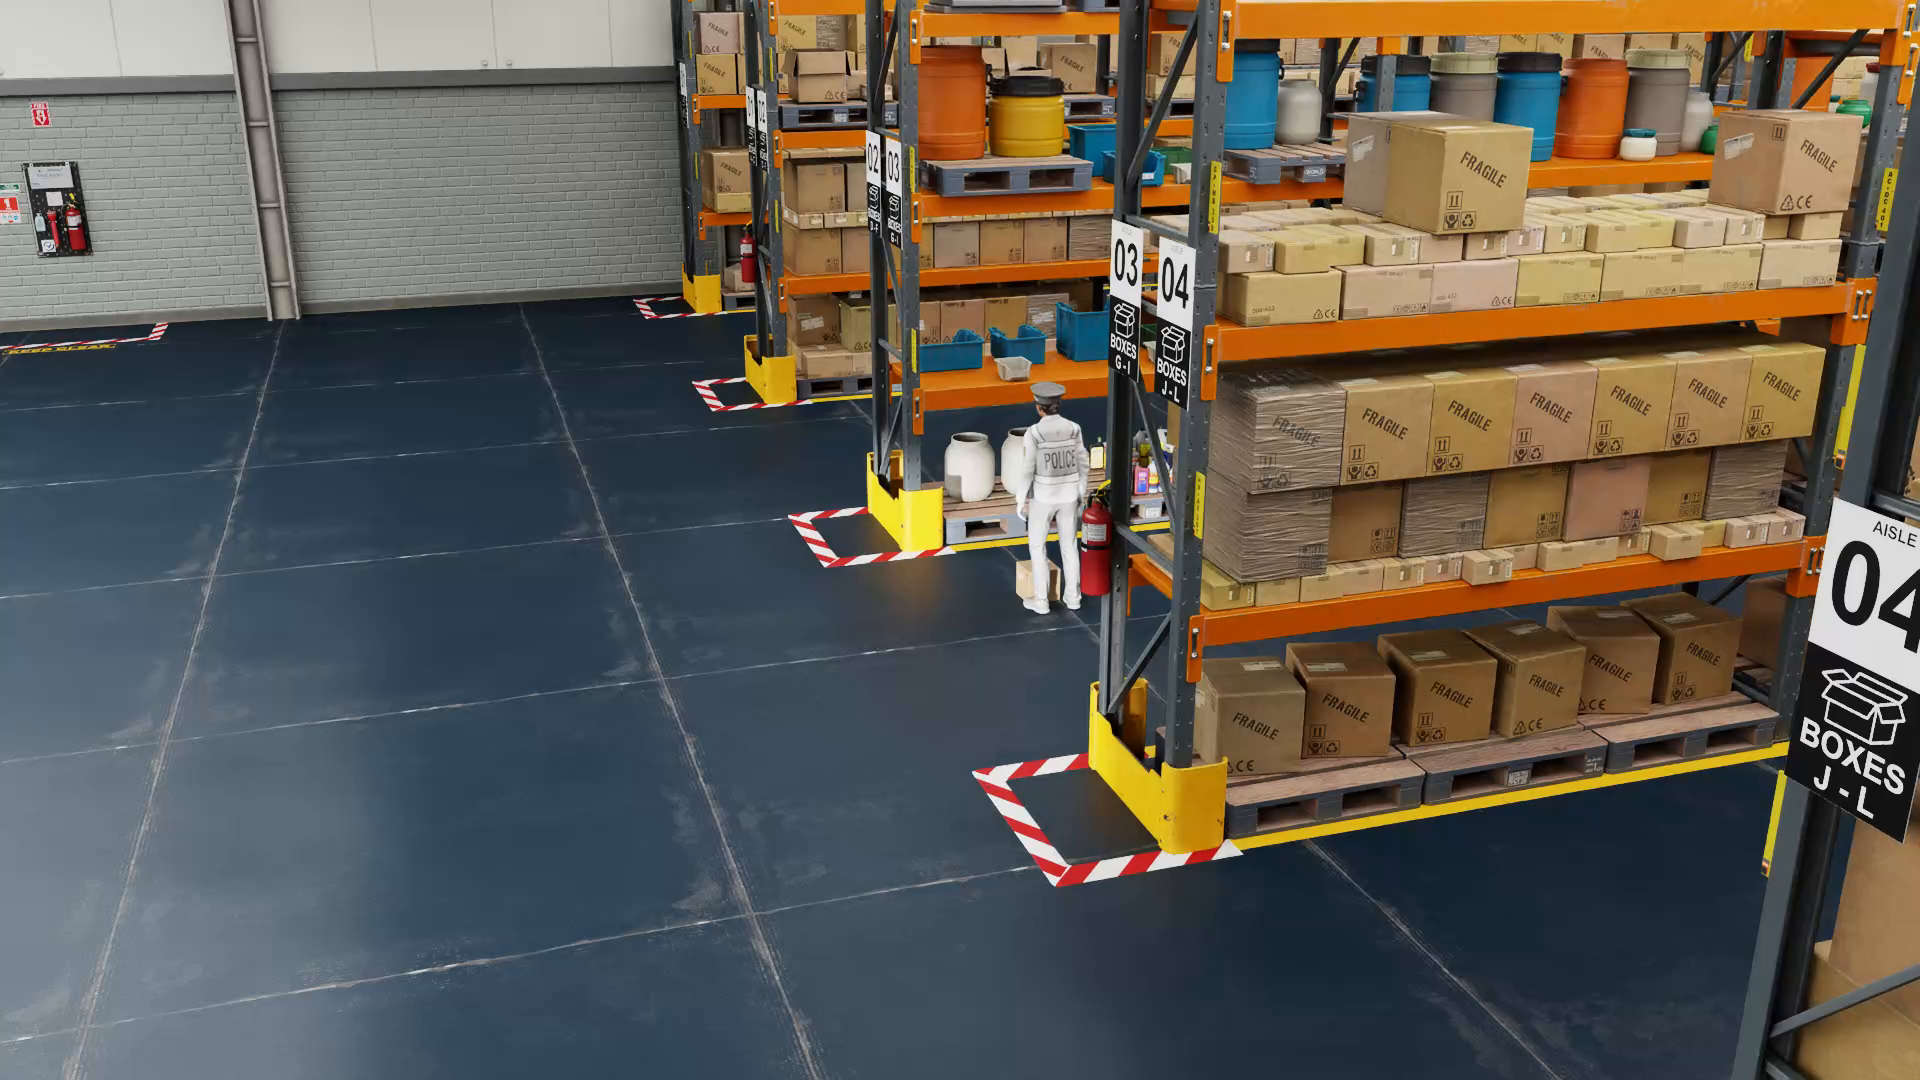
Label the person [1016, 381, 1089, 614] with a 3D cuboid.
[{"bbox_3d":[0.655,-0.289,11.884,0.539,1.663,0.376,-7,20,-19],"label":"person"}]
